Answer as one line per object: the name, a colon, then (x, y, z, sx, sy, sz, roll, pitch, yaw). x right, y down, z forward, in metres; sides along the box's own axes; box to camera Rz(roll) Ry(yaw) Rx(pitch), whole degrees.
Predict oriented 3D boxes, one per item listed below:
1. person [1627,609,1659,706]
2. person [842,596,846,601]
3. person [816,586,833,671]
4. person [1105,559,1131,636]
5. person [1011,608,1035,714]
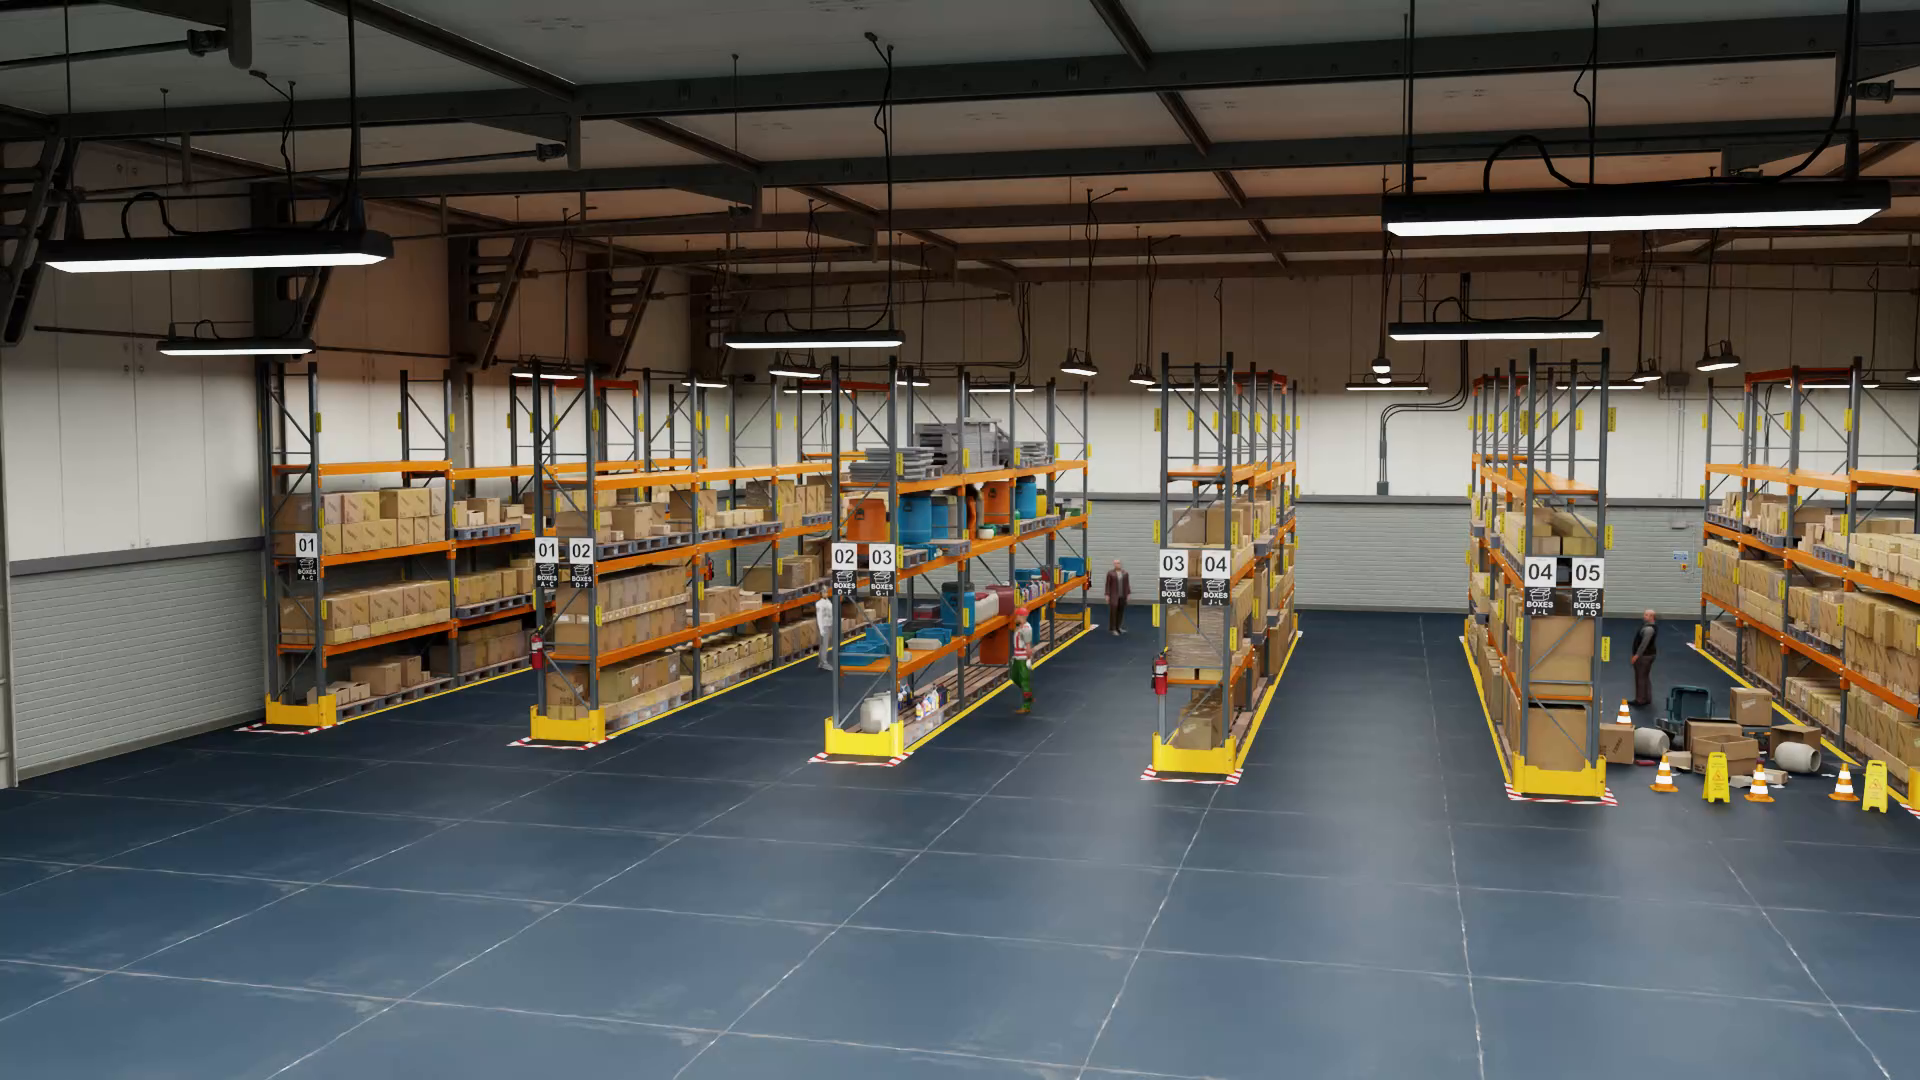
person: (12.074, 2.096, 29.374, 0.585, 1.756, 0.495, -4, 5, -42)
person: (-3.030, 1.158, 42.896, 0.399, 1.697, 0.527, 3, 5, 33)
person: (-2.710, 1.774, 33.742, 0.445, 1.703, 0.510, 1, 4, 14)
person: (3.779, 1.351, 39.450, 0.637, 1.807, 0.598, -2, 4, -21)
person: (1.115, 2.060, 28.641, 0.437, 1.790, 0.603, -1, 4, -8)
